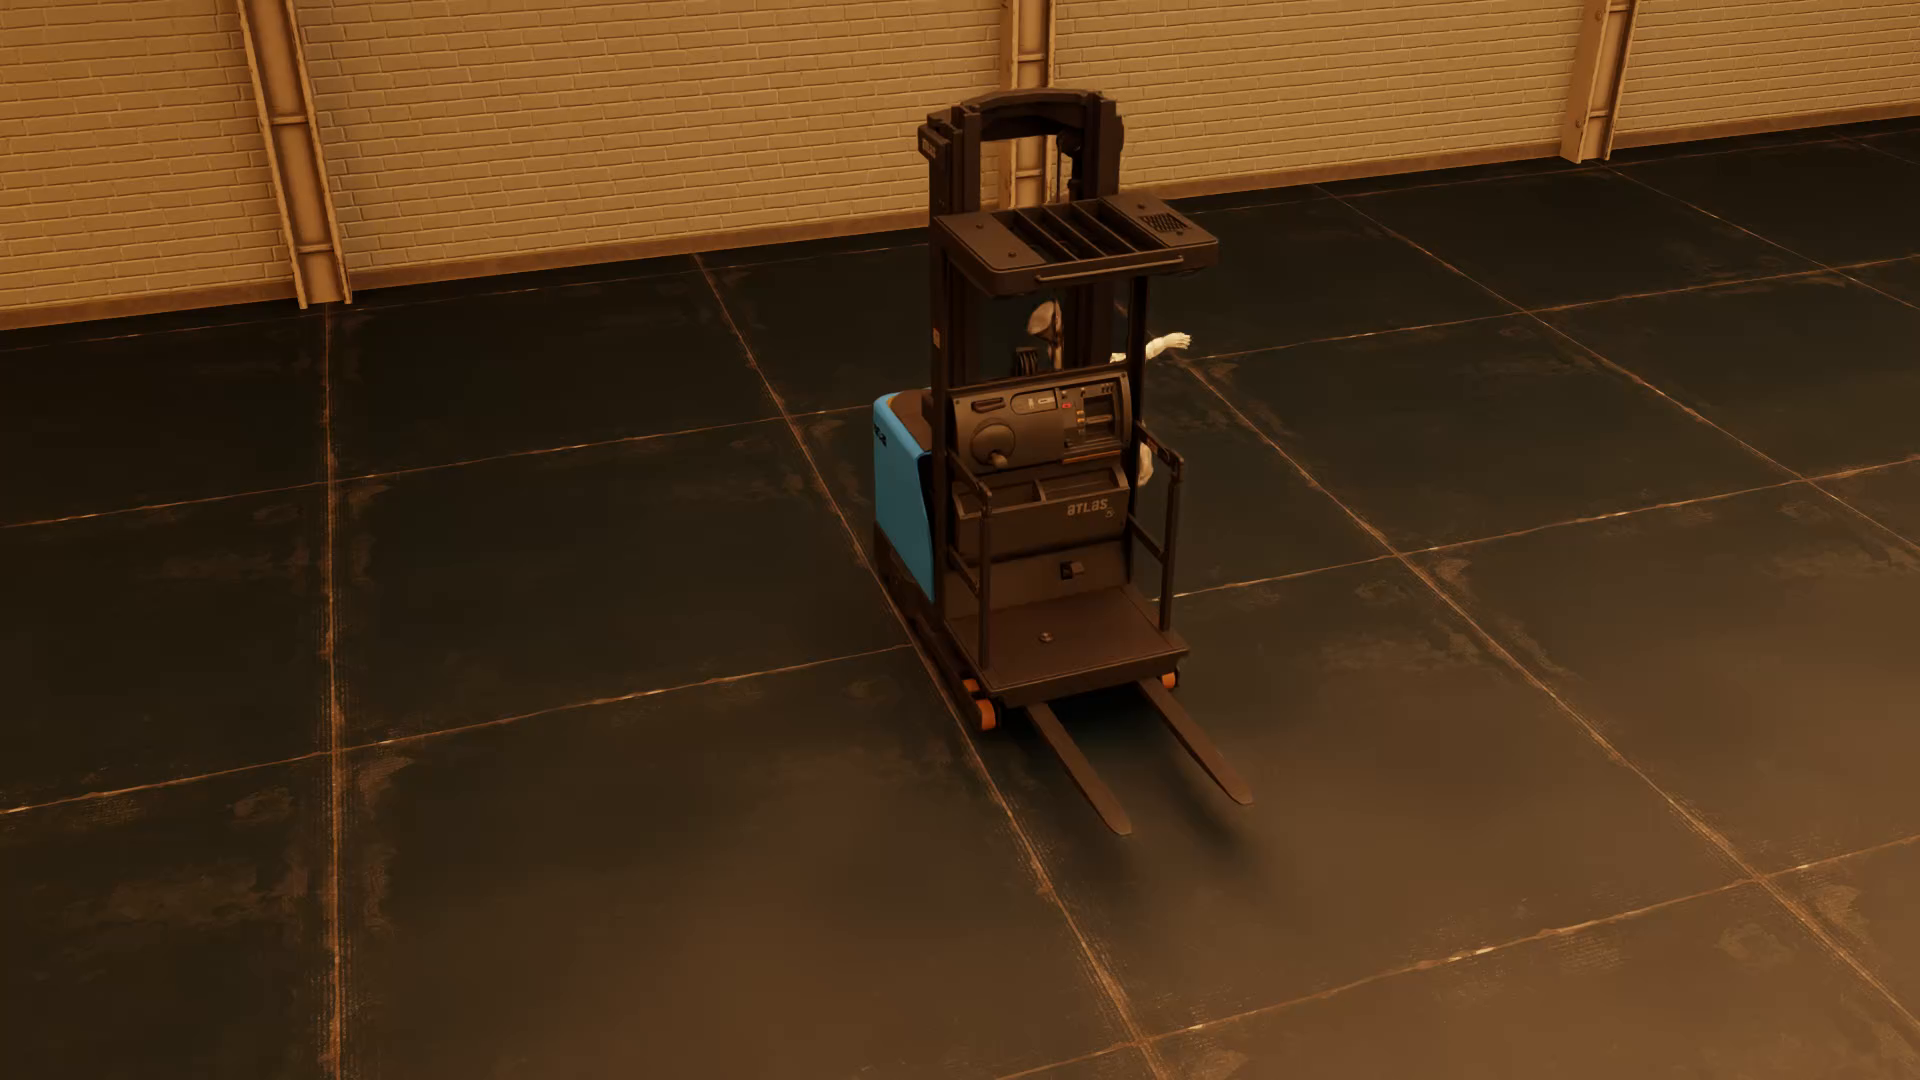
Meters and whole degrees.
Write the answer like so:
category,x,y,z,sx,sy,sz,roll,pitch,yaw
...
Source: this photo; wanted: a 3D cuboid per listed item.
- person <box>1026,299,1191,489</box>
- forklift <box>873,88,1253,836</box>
category,x,y,z,sx,sy,sz,roll,pitch,yaw
person,0.804,-0.775,9.783,0.680,1.542,0.942,-17,34,-28
forklift,0.488,-0.542,8.029,1.130,2.935,3.031,-11,32,-18
